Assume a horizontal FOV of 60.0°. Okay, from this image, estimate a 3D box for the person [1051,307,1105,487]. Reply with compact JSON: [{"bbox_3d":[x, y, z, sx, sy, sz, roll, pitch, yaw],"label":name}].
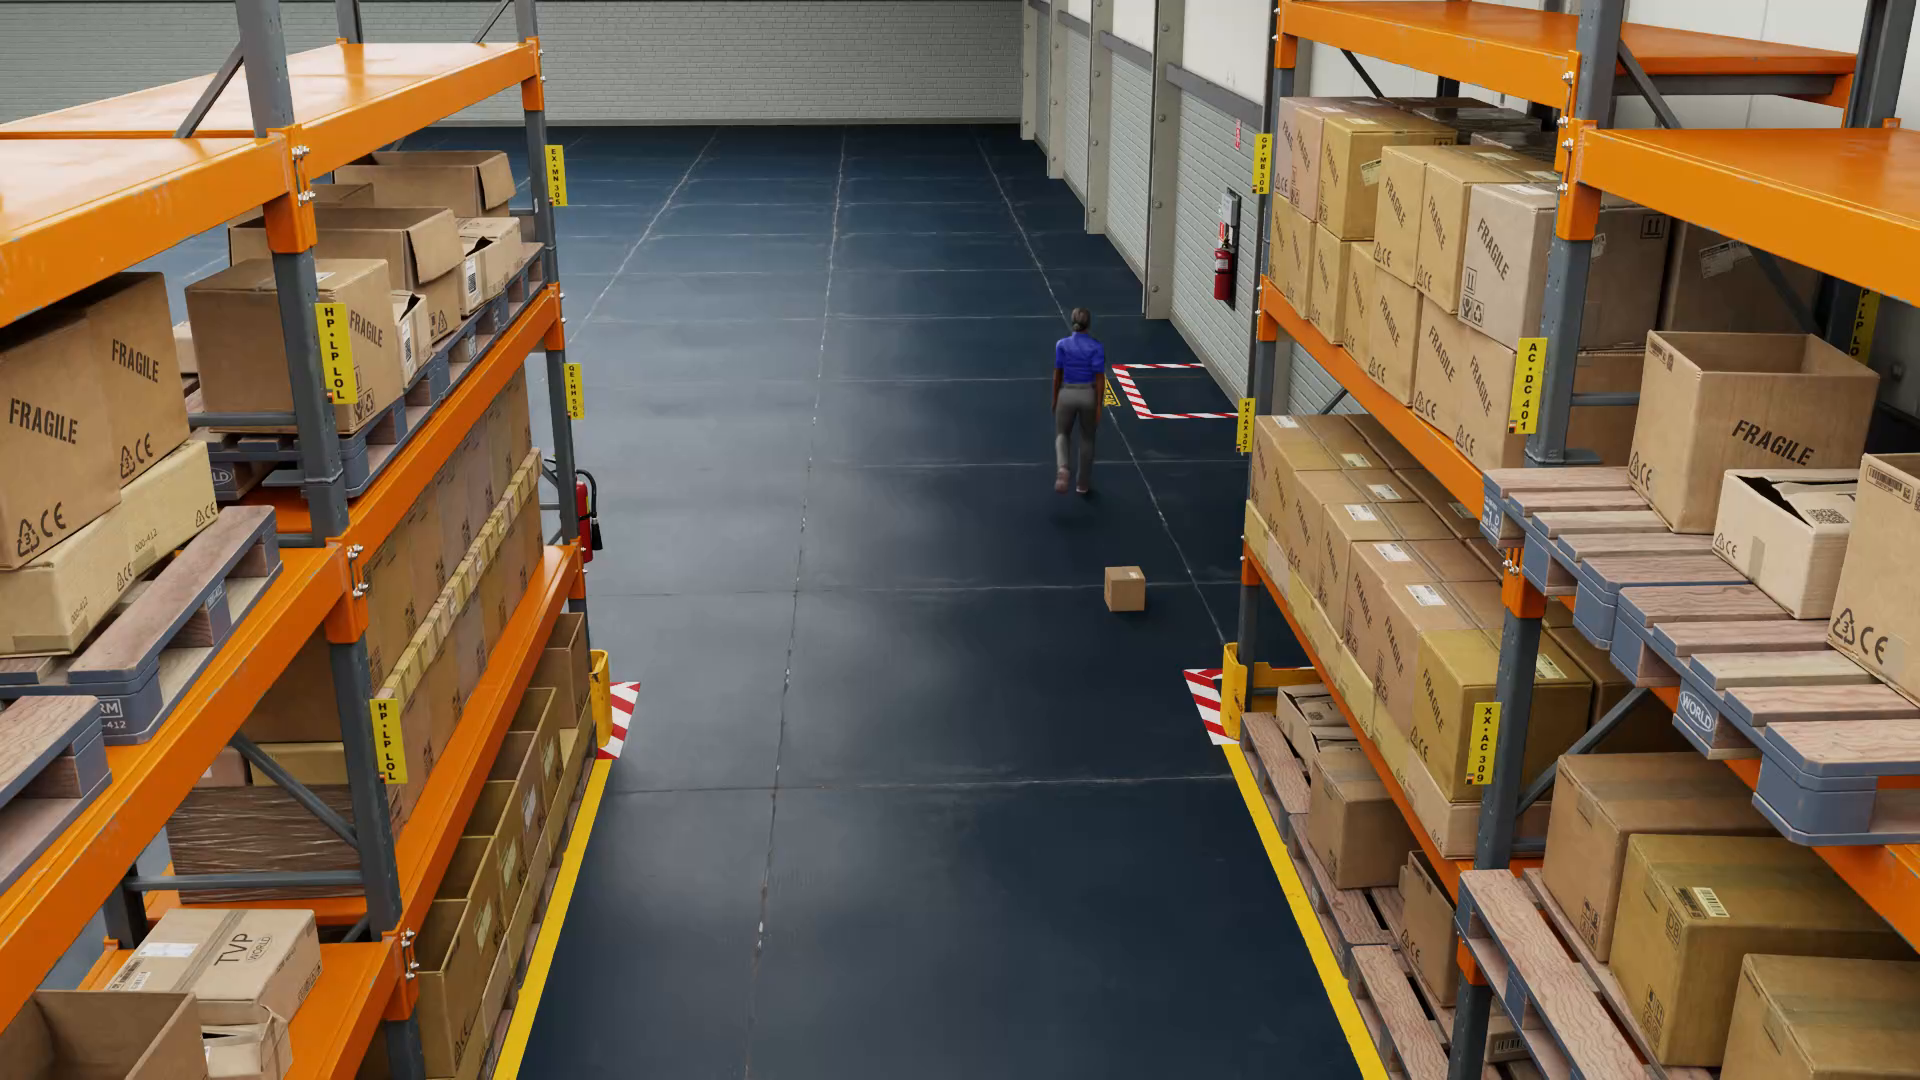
[{"bbox_3d":[0.998,-1.200,14.121,0.460,1.576,0.457,3,21,8],"label":"person"}]
